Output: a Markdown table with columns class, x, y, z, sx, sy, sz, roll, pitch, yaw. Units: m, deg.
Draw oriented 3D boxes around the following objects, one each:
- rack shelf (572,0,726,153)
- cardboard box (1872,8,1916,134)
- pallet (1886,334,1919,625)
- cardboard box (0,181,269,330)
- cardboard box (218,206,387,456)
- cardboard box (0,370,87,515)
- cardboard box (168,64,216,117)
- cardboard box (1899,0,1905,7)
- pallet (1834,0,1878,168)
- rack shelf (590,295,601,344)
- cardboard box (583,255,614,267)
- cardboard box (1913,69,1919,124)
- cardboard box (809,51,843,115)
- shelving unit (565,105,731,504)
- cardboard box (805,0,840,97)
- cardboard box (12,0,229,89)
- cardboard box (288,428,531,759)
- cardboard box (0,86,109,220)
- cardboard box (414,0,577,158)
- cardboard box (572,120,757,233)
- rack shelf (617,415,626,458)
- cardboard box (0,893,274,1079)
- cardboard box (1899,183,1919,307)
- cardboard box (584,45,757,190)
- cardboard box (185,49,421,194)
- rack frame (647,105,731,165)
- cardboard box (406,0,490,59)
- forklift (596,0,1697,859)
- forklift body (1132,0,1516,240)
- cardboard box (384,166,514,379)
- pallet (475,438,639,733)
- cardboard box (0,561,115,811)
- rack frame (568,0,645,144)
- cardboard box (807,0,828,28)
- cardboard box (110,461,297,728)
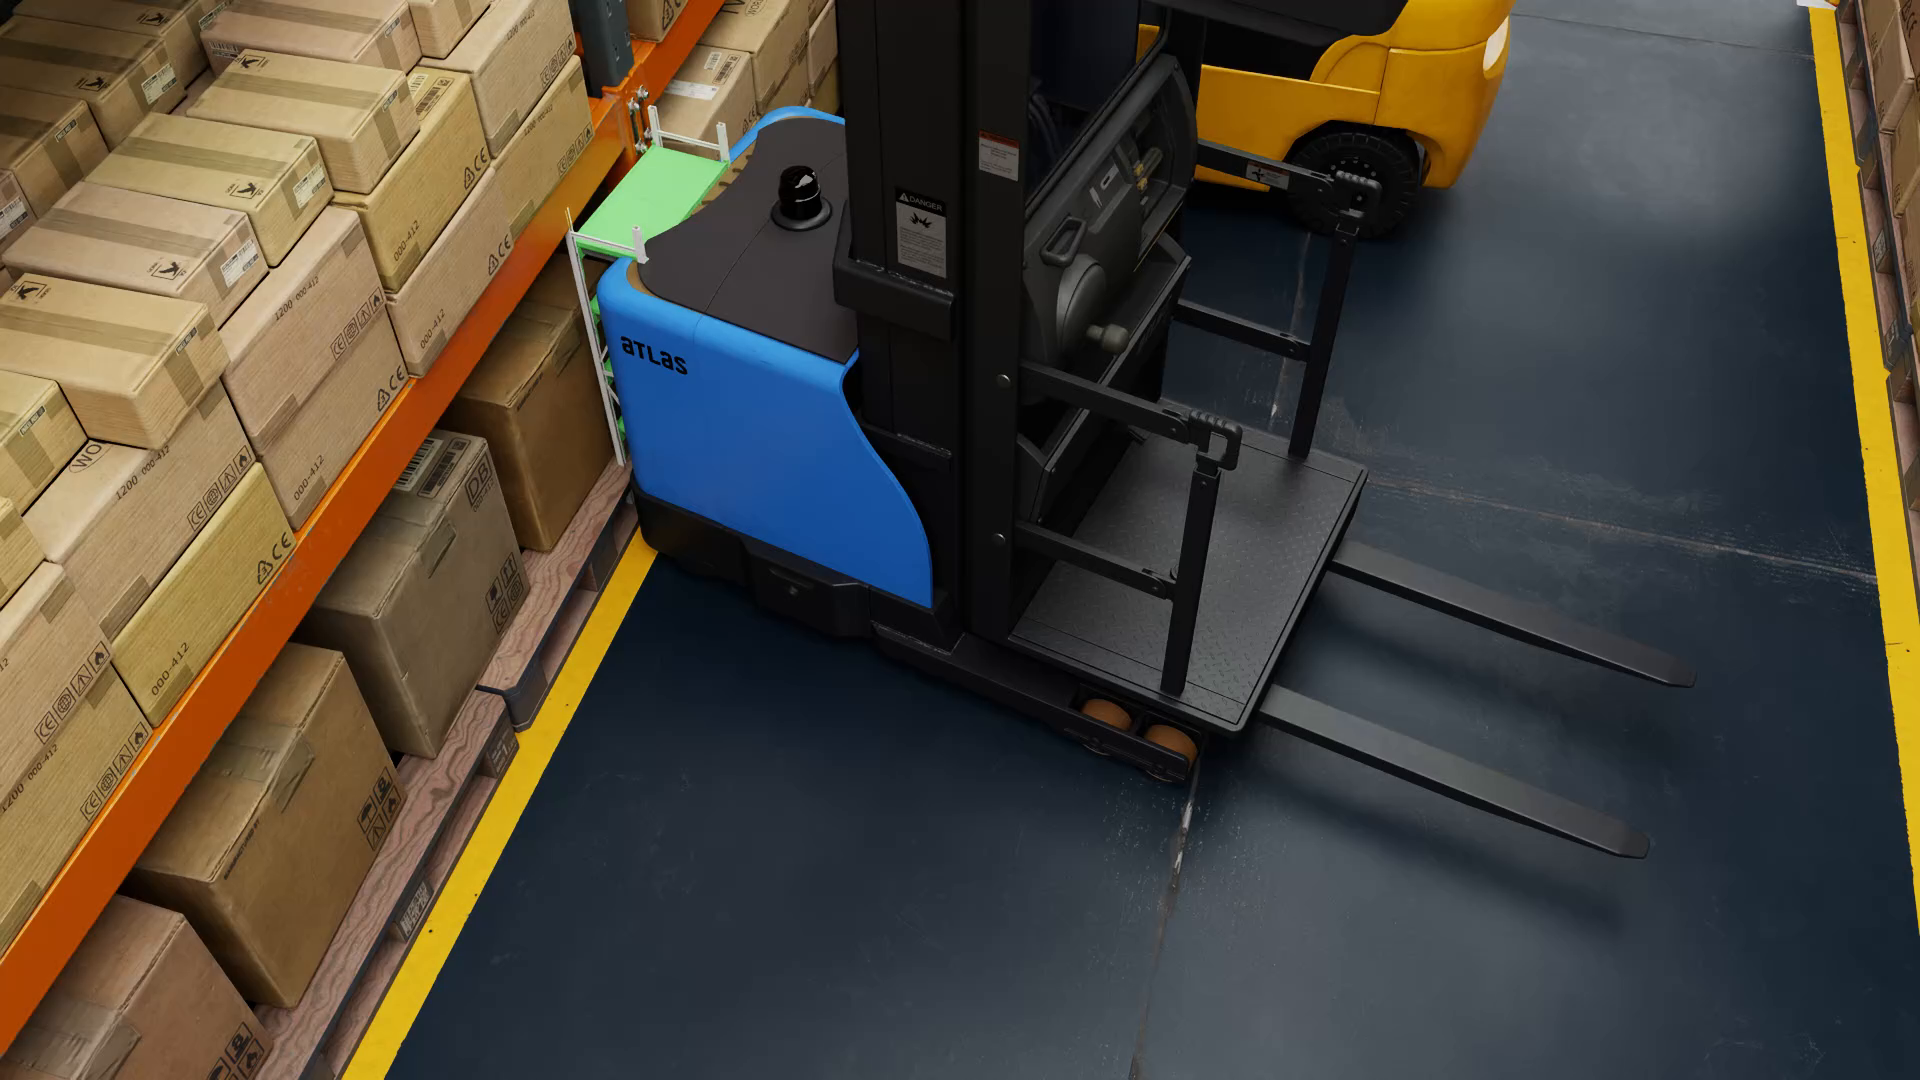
| class | x | y | z | sx | sy | sz | roll | pitch | yaw |
| --- | --- | --- | --- | --- | --- | --- | --- | --- | --- |
| rack shelf | -0.882 | -2.718 | 6.128 | 1.077 | 0.370 | 4.000 | 12 | 50 | 10 |
| cardboard box | 3.813 | -1.758 | 6.355 | 0.500 | 0.250 | 0.500 | 13 | 50 | 11 |
| pallet | 3.524 | -0.102 | 5.200 | 1.003 | 0.211 | 1.213 | 12 | 50 | 10 |
| cardboard box | -1.592 | -0.536 | 3.223 | 0.380 | 0.149 | 0.250 | 12 | 50 | 10 |
| cardboard box | -1.560 | -0.477 | 3.437 | 0.500 | 0.250 | 0.500 | 12 | 50 | 11 |
| cardboard box | -1.789 | -0.179 | 2.908 | 0.380 | 0.149 | 0.250 | 12 | 50 | 10 |
| cardboard box | -1.932 | -0.947 | 3.852 | 0.500 | 0.250 | 0.500 | 11 | 50 | 10 |
| cardboard box | 3.949 | -2.357 | 6.383 | 0.500 | 0.500 | 0.500 | 10 | 49 | 9 |
| pallet | 4.166 | -1.867 | 6.757 | 1.003 | 0.211 | 1.213 | 12 | 50 | 10 |
| rack shelf | -0.862 | -0.749 | 4.869 | 0.258 | 0.148 | 0.480 | 17 | 52 | 14 |
| cardboard box | -0.962 | -1.023 | 5.706 | 0.500 | 0.250 | 0.500 | 12 | 50 | 10 |
| cardboard box | 3.676 | -1.616 | 5.730 | 0.500 | 0.500 | 0.500 | 12 | 50 | 11 |
| cardboard box | -0.723 | -1.768 | 6.364 | 0.500 | 0.250 | 0.500 | 12 | 50 | 11 |
| shelving unit | -0.862 | -0.635 | 5.003 | 0.258 | 1.200 | 0.503 | 17 | 52 | 14 |
| cardboard box | -0.710 | -1.919 | 6.163 | 0.500 | 0.250 | 0.500 | 11 | 50 | 10 |
| cardboard box | -1.896 | -1.181 | 3.792 | 0.380 | 0.149 | 0.250 | 11 | 50 | 10 |
| cardboard box | -1.747 | 0.077 | 4.485 | 0.875 | 0.625 | 0.625 | 11 | 50 | 10 |
| cardboard box | -2.033 | -0.817 | 3.471 | 0.380 | 0.149 | 0.250 | 12 | 50 | 10 |
| cardboard box | -1.291 | -1.219 | 4.092 | 0.500 | 0.250 | 0.500 | 11 | 49 | 9 |
| cardboard box | -0.984 | -1.193 | 5.522 | 0.500 | 0.250 | 0.500 | 11 | 50 | 10 |
| rack shelf | -0.860 | -0.438 | 5.234 | 0.258 | 0.148 | 0.480 | 17 | 52 | 14 |
| cardboard box | -2.120 | 1.108 | 3.575 | 0.875 | 0.625 | 0.625 | 13 | 50 | 11 |
| cardboard box | 3.546 | -0.996 | 5.682 | 0.500 | 0.250 | 0.500 | 12 | 50 | 11 |
| cardboard box | -0.979 | -1.357 | 5.334 | 0.500 | 0.250 | 0.500 | 11 | 49 | 9 |
| cardboard box | -1.391 | -0.893 | 3.538 | 0.380 | 0.149 | 0.250 | 10 | 49 | 9 |
| rack frame | -0.771 | -0.807 | 5.150 | 0.240 | 1.200 | 0.015 | 17 | 52 | 14 |
| cardboard box | -1.335 | -1.276 | 3.876 | 0.380 | 0.149 | 0.250 | 11 | 49 | 9 |
| forklift | 0.555 | -0.754 | 3.961 | 3.031 | 2.935 | 1.130 | 21 | 52 | 18 |
| forklift body | 0.905 | -2.390 | 5.925 | 2.313 | 2.155 | 1.214 | 12 | 50 | 10 |
| cardboard box | -1.416 | -0.679 | 3.948 | 0.500 | 0.250 | 0.500 | 11 | 50 | 10 |
| pallet | -1.565 | -0.046 | 5.150 | 1.003 | 0.211 | 1.213 | 12 | 50 | 10 |
| cardboard box | -1.821 | 0.259 | 2.788 | 0.500 | 0.250 | 0.500 | 10 | 49 | 9 |
| rack frame | -1.409 | -1.509 | 4.581 | 1.000 | 3.000 | 0.127 | 12 | 50 | 10 |
| cardboard box | -0.715 | -2.087 | 5.978 | 0.500 | 0.250 | 0.500 | 13 | 50 | 11 |
| cardboard box | -1.705 | 0.049 | 3.306 | 0.500 | 0.250 | 0.500 | 13 | 50 | 11 |
